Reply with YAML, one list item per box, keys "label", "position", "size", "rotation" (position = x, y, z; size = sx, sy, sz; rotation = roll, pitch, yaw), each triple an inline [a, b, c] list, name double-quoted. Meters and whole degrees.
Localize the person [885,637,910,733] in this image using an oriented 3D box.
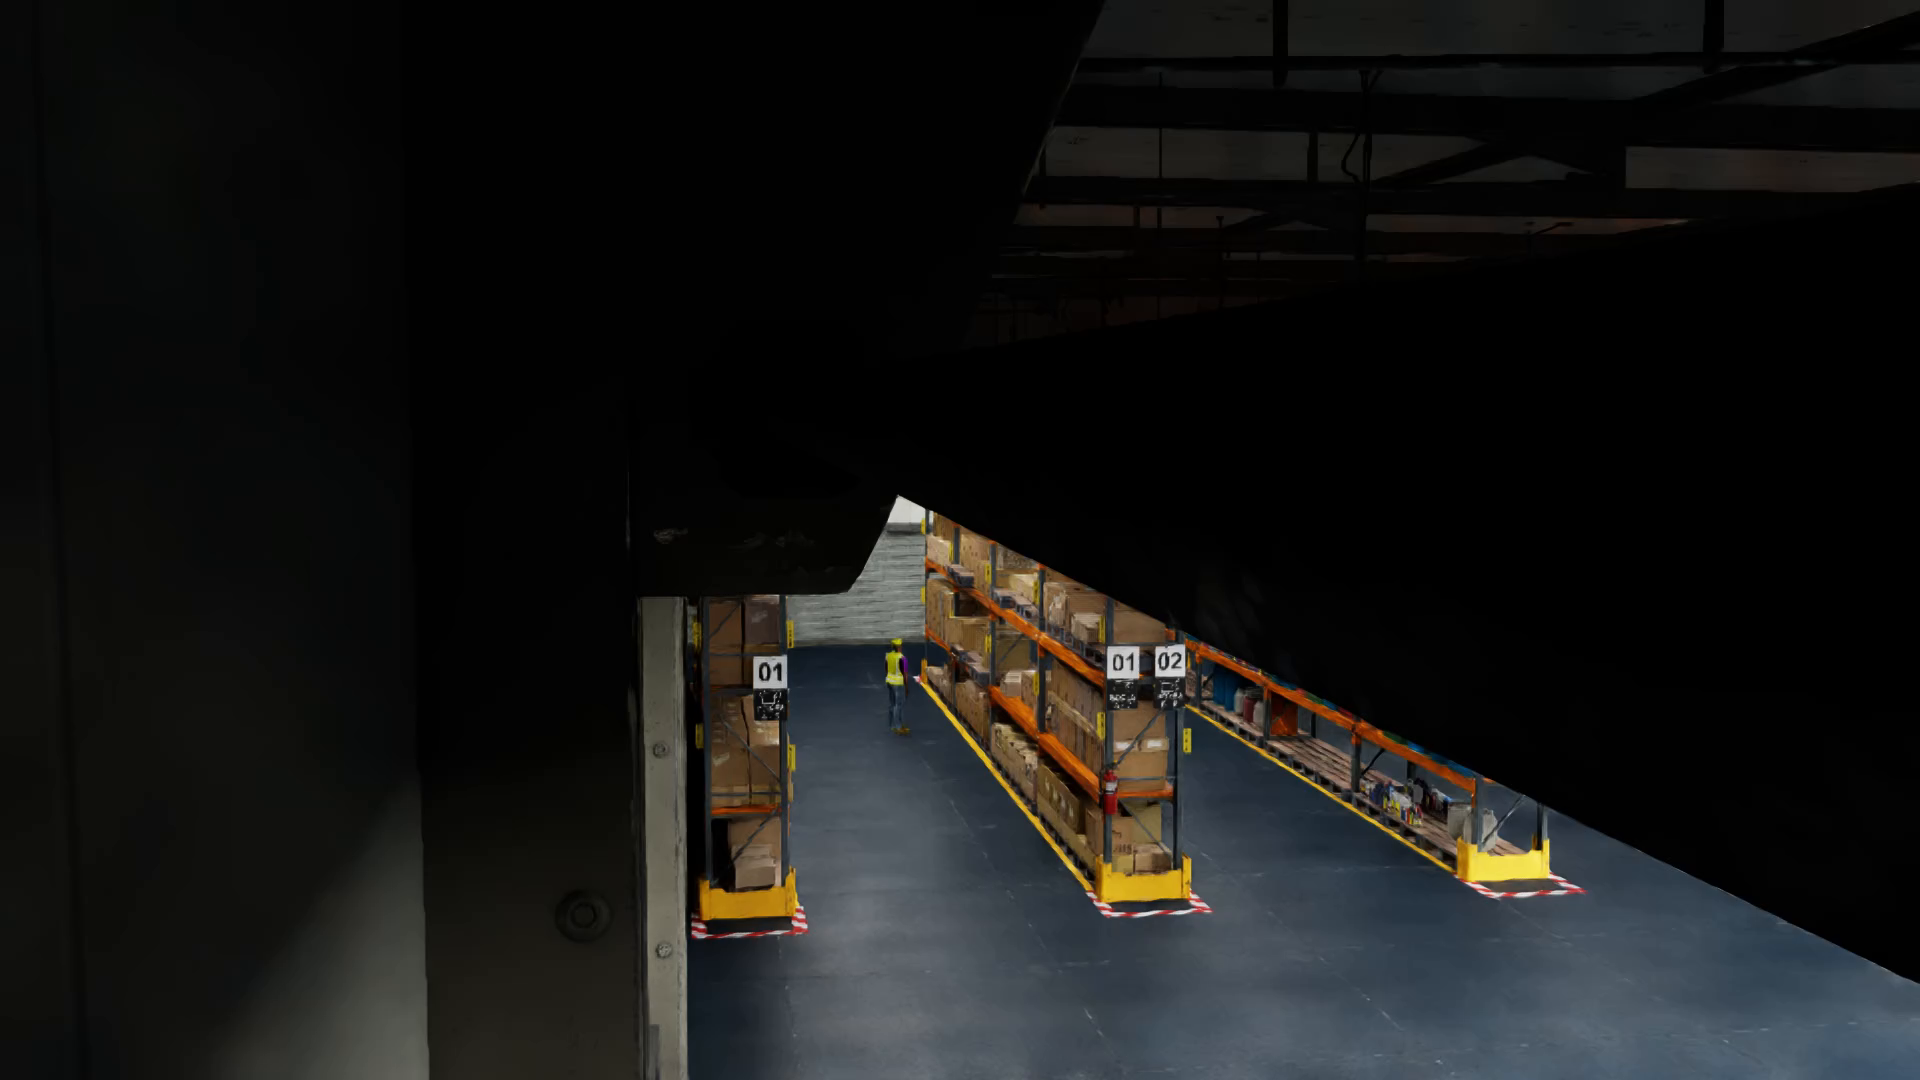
- label: "person"
  position: [-1.140, 2.693, 31.138]
  size: [0.448, 1.768, 0.632]
  rotation: [-4, 6, -39]
